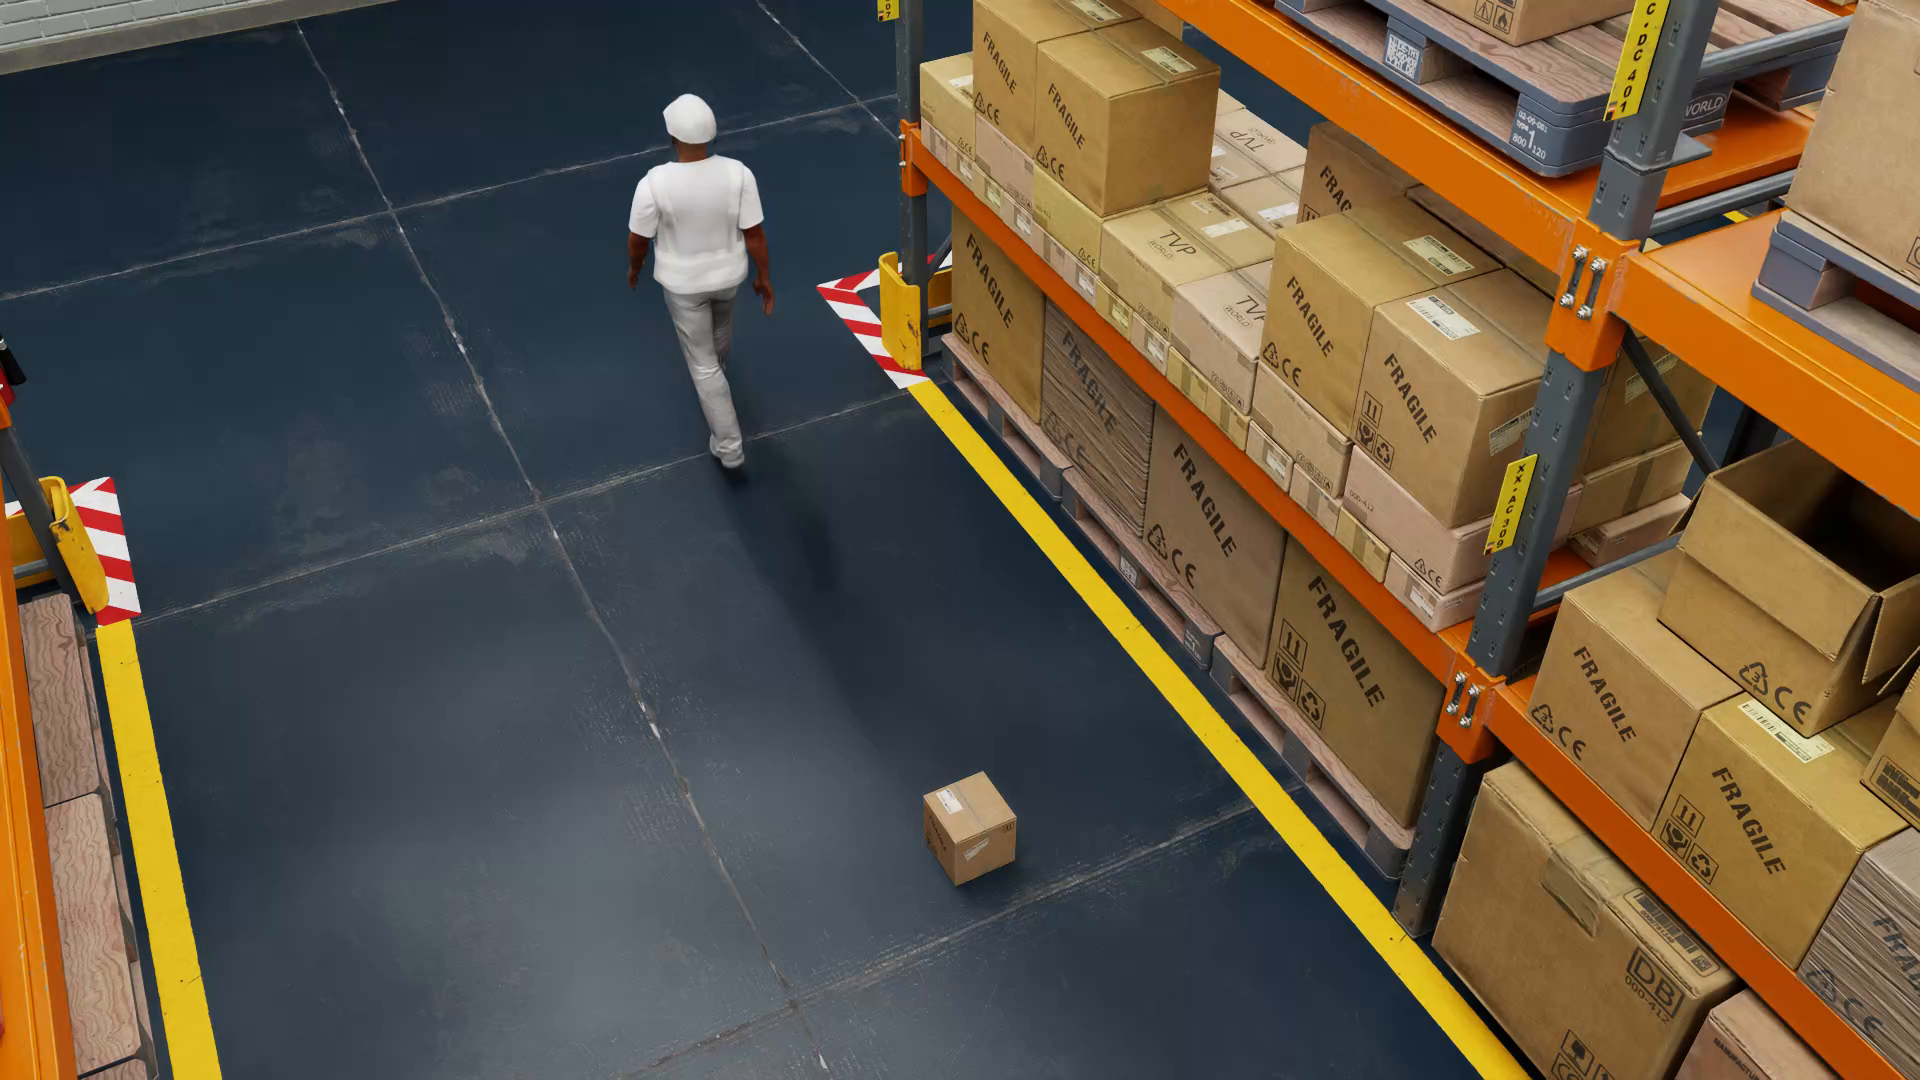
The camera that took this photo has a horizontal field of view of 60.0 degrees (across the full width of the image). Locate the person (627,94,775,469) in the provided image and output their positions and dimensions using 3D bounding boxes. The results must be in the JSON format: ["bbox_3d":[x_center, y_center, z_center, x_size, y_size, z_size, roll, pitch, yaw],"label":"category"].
[{"bbox_3d":[-1.198,-1.243,7.573,0.598,1.722,1.039,-16,44,-18],"label":"person"}]
